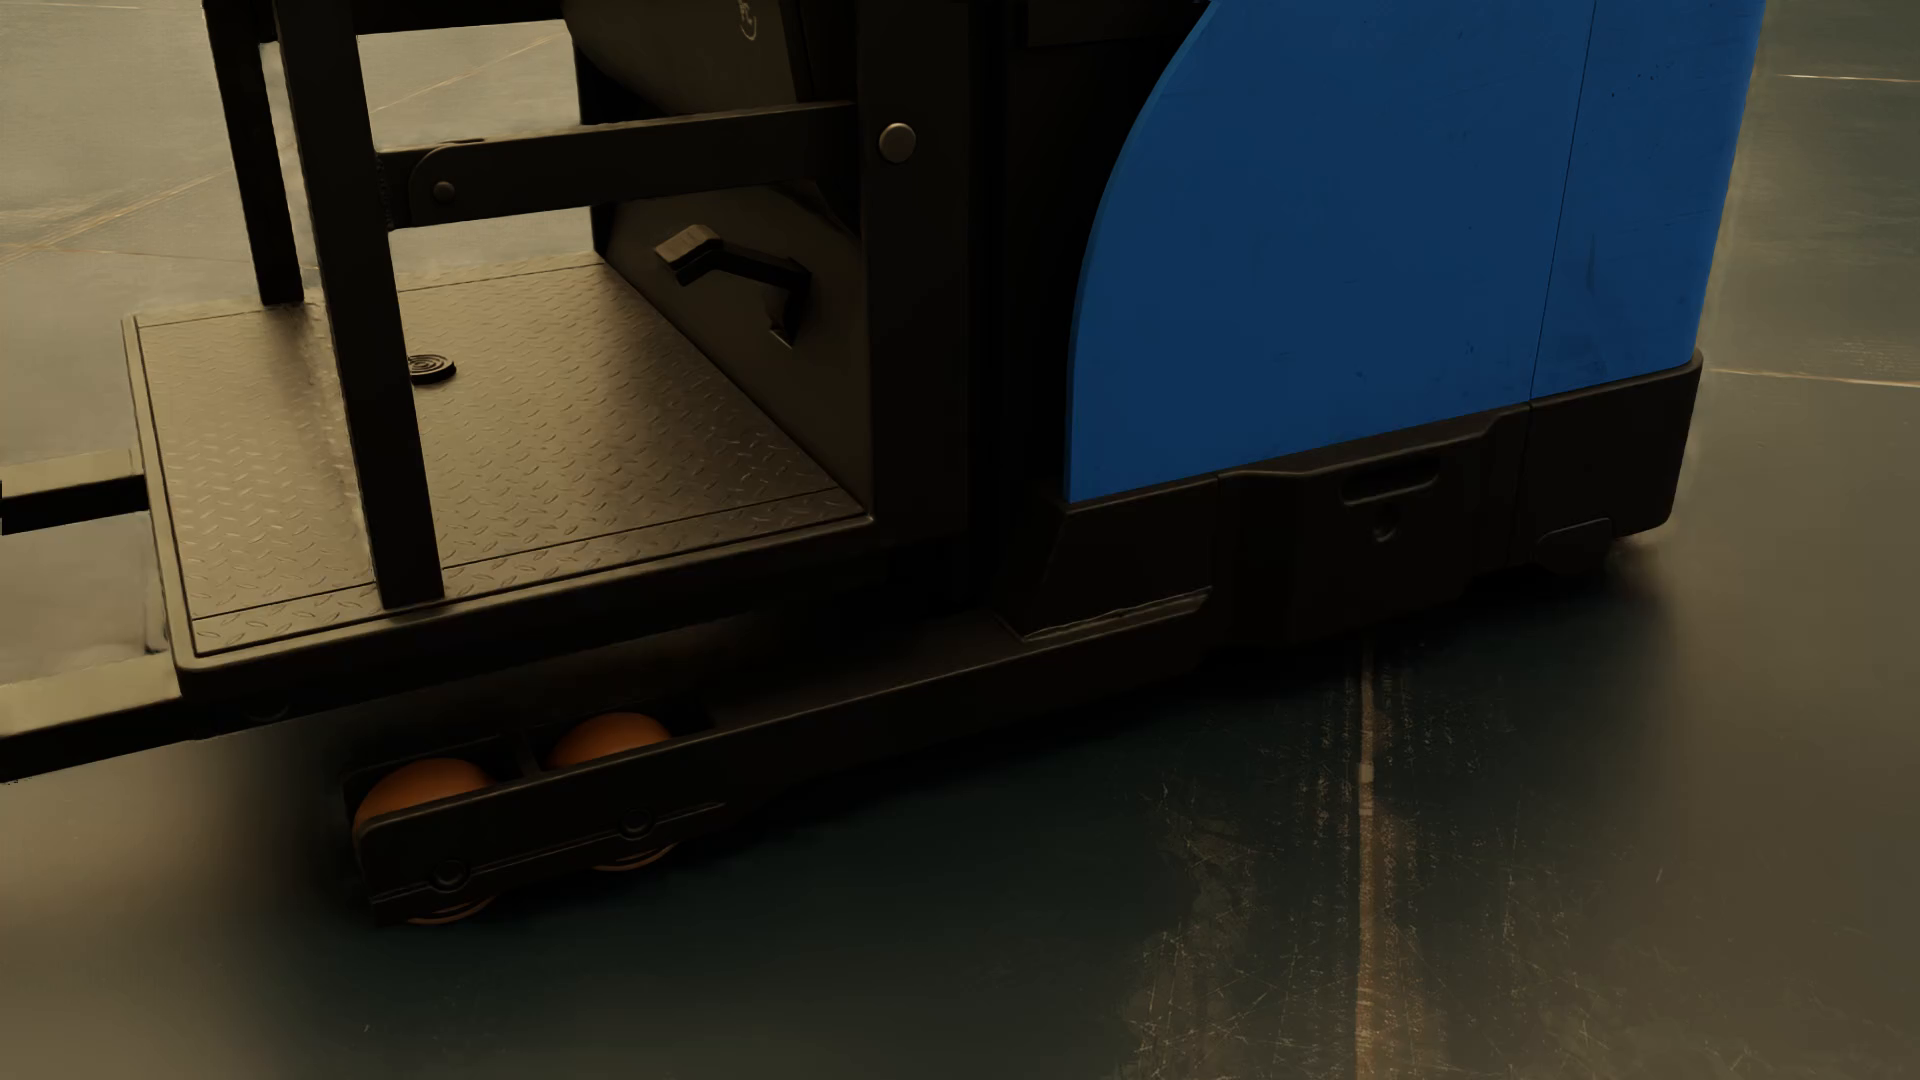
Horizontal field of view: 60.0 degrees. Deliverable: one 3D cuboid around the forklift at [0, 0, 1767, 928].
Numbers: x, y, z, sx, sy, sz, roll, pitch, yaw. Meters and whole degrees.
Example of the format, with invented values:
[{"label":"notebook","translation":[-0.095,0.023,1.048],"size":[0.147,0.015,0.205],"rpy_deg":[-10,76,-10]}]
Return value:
[{"label":"forklift","translation":[-0.511,-1.185,1.595],"size":[3.031,2.935,1.130],"rpy_deg":[-13,29,-24]}]
